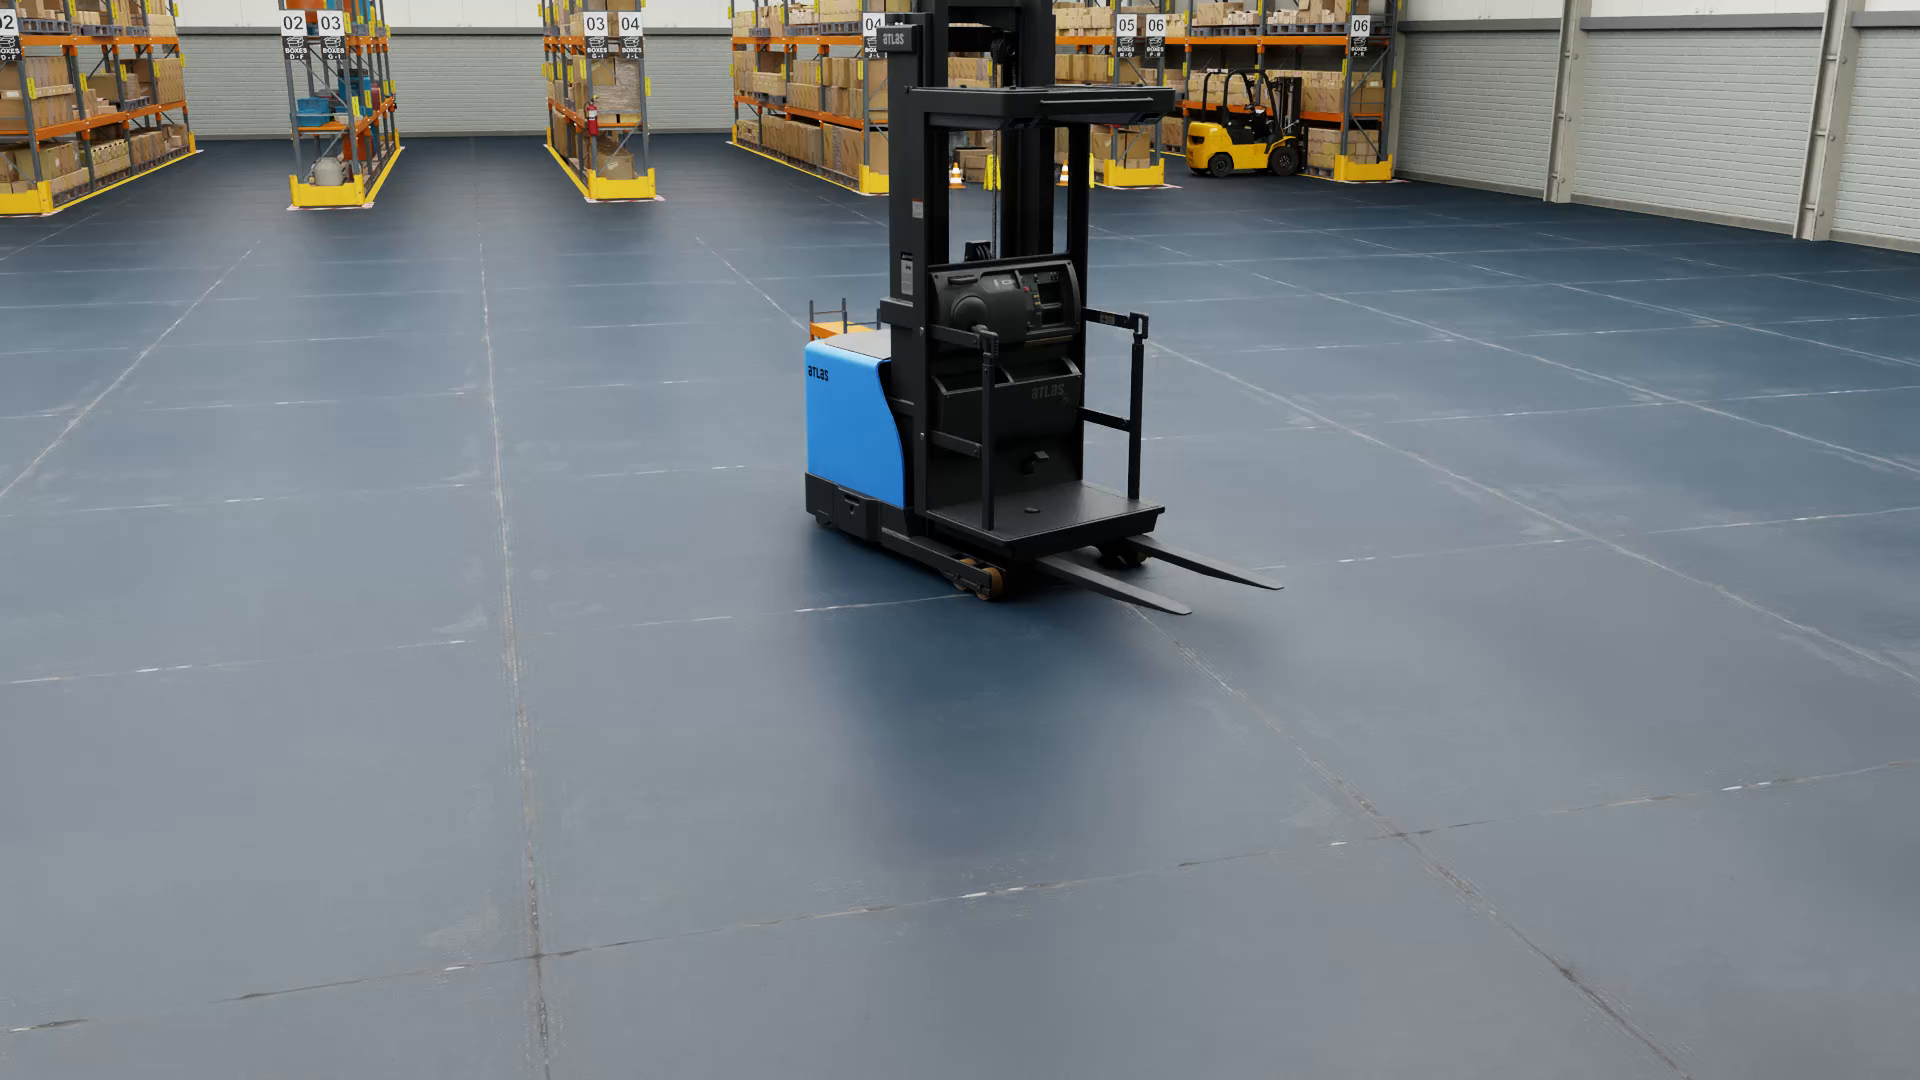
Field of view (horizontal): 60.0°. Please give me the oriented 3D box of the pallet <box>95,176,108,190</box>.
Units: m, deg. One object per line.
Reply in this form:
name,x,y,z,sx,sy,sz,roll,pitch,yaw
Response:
pallet,-16.958,-6.811,31.761,1.003,0.211,1.213,-5,17,-15

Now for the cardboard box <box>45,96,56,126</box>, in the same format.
cardboard box,-16.163,-7.446,28.852,0.700,0.500,0.500,-4,17,-14

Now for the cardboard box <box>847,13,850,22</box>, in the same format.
cardboard box,-1.922,-9.827,31.272,0.380,0.149,0.250,-5,17,-15

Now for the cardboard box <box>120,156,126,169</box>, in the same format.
cardboard box,-17.293,-7.668,33.816,0.500,0.250,0.500,-5,17,-16

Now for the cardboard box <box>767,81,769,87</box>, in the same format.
cardboard box,-4.352,-10.807,39.406,0.380,0.149,0.250,-5,17,-16

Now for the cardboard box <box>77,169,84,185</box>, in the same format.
cardboard box,-16.252,-6.580,30.194,0.500,0.250,0.500,-5,17,-15

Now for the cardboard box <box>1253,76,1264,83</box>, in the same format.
cardboard box,6.801,-10.341,37.362,0.380,0.149,0.250,-4,17,-13

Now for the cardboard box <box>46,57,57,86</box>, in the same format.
cardboard box,-16.313,-8.215,29.157,0.700,0.500,0.500,-5,17,-15

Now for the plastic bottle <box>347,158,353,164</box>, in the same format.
plastic bottle,-11.639,-7.112,31.754,0.144,0.351,0.185,-5,17,-15

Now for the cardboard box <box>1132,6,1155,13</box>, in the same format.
cardboard box,3.534,-10.218,32.091,0.380,0.149,0.250,-5,17,-16

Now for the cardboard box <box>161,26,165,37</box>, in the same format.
cardboard box,-19.222,-12.093,39.543,0.500,0.250,0.500,-5,17,-15

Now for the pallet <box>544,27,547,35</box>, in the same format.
pallet,-10.276,-13.237,43.246,1.003,0.211,1.213,-5,17,-15

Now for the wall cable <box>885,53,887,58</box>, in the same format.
wall cable,-2.534,-14.891,51.989,0.585,1.953,0.123,-5,17,-15

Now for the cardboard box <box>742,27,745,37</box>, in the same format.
cardboard box,-5.390,-13.201,43.232,0.500,0.250,0.500,-5,17,-16

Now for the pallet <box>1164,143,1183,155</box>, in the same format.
pallet,5.840,-9.886,41.995,1.003,0.211,1.213,-5,17,-15

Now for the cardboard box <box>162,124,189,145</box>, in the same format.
cardboard box,-19.629,-10.148,41.602,0.500,0.500,0.500,-5,17,-15

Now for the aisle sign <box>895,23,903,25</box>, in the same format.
aisle sign,-0.988,-9.235,30.464,0.394,0.787,0.004,-5,17,-15

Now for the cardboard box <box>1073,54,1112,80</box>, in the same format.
cardboard box,2.711,-9.621,33.839,0.700,0.500,0.500,-5,17,-16

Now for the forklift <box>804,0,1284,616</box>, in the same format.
forklift,0.377,-1.258,8.546,1.130,2.935,3.031,-12,21,-35

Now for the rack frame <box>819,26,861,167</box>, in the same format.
rack frame,-2.395,-9.092,34.508,1.000,3.000,0.127,-5,17,-15

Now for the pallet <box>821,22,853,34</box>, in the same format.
pallet,-2.180,-10.259,33.333,1.003,0.211,1.213,-5,17,-15

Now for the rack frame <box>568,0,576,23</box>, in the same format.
rack frame,-7.192,-11.601,32.432,1.000,3.000,0.127,-5,17,-15

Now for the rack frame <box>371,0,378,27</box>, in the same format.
rack frame,-14.153,-13.423,38.495,1.000,3.000,0.127,-5,17,-15

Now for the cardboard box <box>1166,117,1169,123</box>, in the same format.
cardboard box,5.466,-10.669,42.243,0.380,0.149,0.250,-4,17,-14

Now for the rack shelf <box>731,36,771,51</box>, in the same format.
rack shelf,-5.143,-12.951,43.388,1.077,0.370,4.000,-5,17,-15

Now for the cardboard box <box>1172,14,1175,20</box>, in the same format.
cardboard box,5.508,-13.006,41.372,0.380,0.149,0.250,-5,17,-16

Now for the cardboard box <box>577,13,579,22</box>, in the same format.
cardboard box,-6.820,-9.590,30.518,0.380,0.149,0.250,-6,18,-18

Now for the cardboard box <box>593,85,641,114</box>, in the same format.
cardboard box,-6.218,-7.967,30.068,0.875,0.500,0.500,-5,17,-15

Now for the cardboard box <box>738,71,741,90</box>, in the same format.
cardboard box,-5.664,-12.310,44.528,0.500,0.500,0.500,-5,17,-15

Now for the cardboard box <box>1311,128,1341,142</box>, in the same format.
cardboard box,7.635,-8.405,34.532,0.500,0.250,0.500,-4,17,-14

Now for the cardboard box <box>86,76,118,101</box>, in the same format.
cardboard box,-18.099,-9.467,34.850,0.700,0.500,0.500,-12,20,-34

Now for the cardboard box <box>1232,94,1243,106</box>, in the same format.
cardboard box,6.574,-10.091,38.092,0.500,0.250,0.500,-5,17,-16

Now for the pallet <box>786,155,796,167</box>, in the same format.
pallet,-3.350,-8.639,37.846,1.003,0.211,1.213,-5,17,-15

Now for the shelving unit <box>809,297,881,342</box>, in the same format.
shelving unit,-0.696,-0.844,10.178,0.258,1.200,0.503,-9,19,-27

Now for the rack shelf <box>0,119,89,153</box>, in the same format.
rack shelf,-16.168,-7.048,28.953,1.077,0.370,4.000,-5,17,-15

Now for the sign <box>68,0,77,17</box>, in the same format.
sign,-16.185,-9.713,30.322,0.100,0.325,0.005,-5,17,-15

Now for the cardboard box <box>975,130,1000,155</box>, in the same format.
cardboard box,0.633,-8.528,35.658,0.500,0.500,0.500,-5,17,-15

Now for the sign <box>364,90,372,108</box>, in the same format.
sign,-11.422,-8.510,32.086,0.100,0.325,0.005,-5,17,-15

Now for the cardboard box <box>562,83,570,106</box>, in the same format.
cardboard box,-8.665,-10.000,37.353,0.500,0.500,0.500,-4,17,-14

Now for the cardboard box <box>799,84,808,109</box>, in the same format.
cardboard box,-3.215,-9.683,36.301,0.500,0.500,0.500,-5,17,-16

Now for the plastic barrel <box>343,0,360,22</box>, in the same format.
plastic barrel,-13.207,-11.444,35.645,0.600,0.830,0.708,-5,17,-15

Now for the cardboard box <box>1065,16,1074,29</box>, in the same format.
cardboard box,2.470,-10.594,34.036,0.500,0.250,0.500,-5,17,-15

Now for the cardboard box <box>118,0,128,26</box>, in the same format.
cardboard box,-18.643,-11.564,36.445,0.600,0.600,0.600,-5,17,-16

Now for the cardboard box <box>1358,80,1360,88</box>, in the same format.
cardboard box,8.234,-9.335,34.013,0.380,0.149,0.250,-5,17,-15

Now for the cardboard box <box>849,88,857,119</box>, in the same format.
cardboard box,-1.614,-8.307,31.633,0.875,0.550,0.550,-5,17,-15

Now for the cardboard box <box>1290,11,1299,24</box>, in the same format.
cardboard box,7.224,-11.092,35.280,0.396,0.266,0.258,-5,17,-17

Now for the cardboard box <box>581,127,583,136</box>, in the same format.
cardboard box,-8.078,-9.024,36.558,0.500,0.250,0.500,-4,17,-13

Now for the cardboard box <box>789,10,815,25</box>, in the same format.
cardboard box,-3.507,-11.624,36.973,0.500,0.311,0.500,-5,17,-15
